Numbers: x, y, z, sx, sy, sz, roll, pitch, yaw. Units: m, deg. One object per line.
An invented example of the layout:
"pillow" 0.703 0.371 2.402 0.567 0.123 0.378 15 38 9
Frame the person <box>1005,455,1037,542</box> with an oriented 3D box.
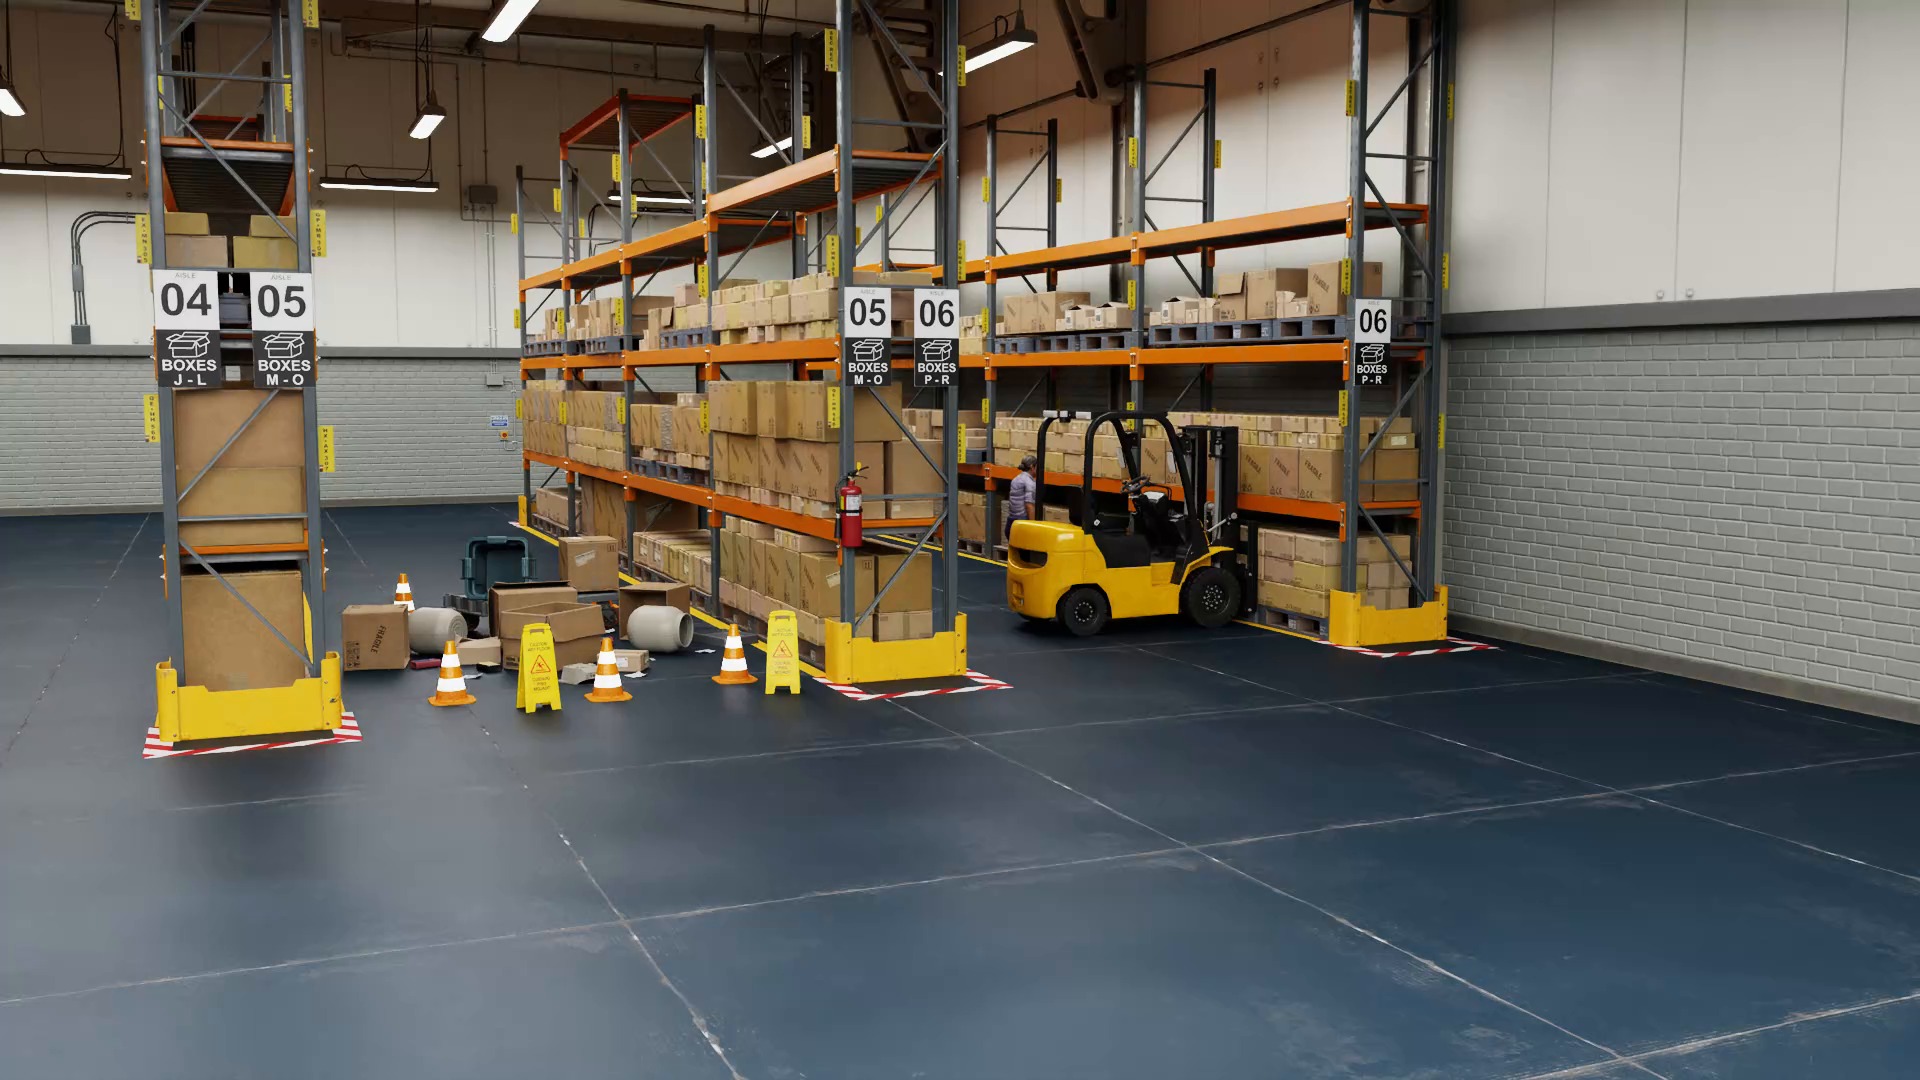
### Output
"person" 0.704 -0.094 18.022 0.372 1.651 0.537 -2 6 -24
